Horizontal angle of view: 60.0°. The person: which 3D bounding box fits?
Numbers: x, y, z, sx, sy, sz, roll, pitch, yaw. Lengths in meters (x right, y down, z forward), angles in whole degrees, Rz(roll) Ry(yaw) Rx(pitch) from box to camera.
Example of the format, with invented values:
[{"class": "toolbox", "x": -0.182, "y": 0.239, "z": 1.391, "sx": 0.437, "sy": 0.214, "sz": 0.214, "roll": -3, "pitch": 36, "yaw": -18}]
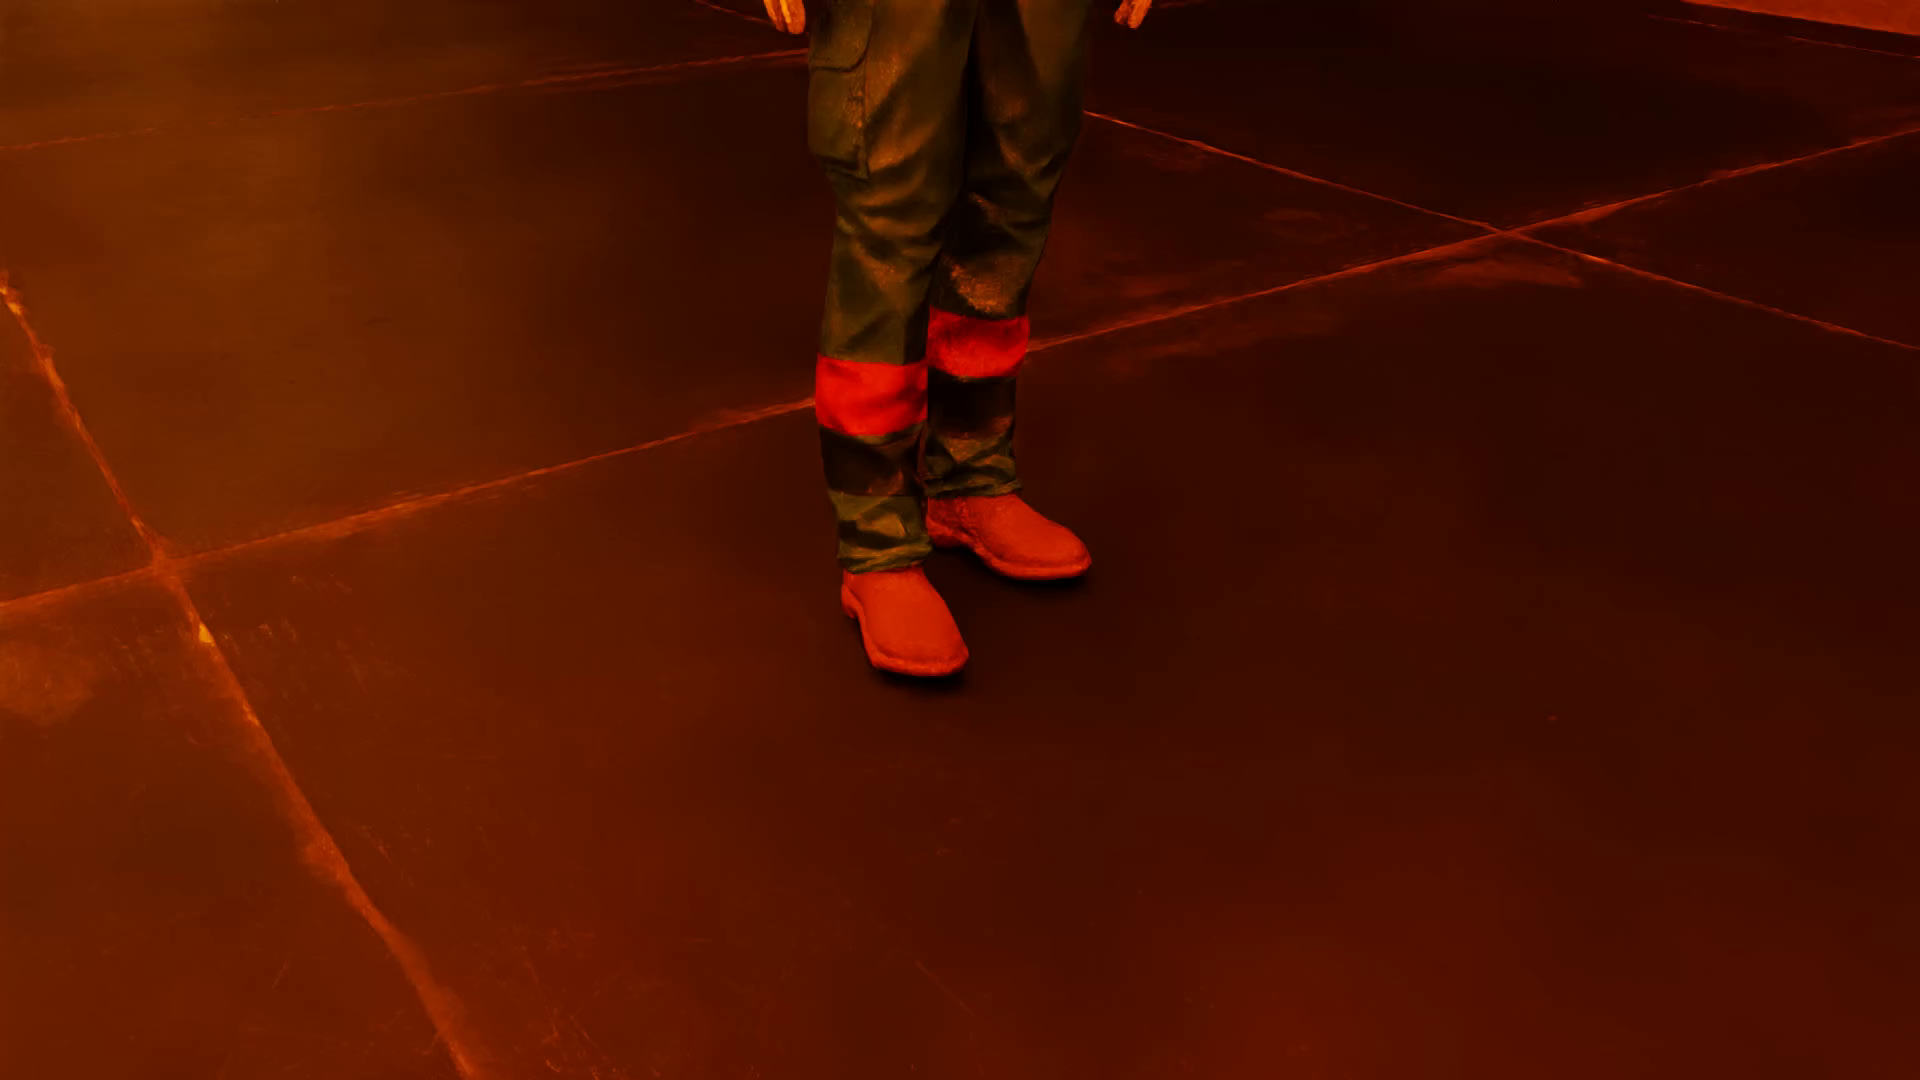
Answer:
[{"class": "person", "x": 0.037, "y": -0.774, "z": 2.031, "sx": 0.637, "sy": 1.787, "sz": 0.563, "roll": -17, "pitch": 31, "yaw": -31}]
